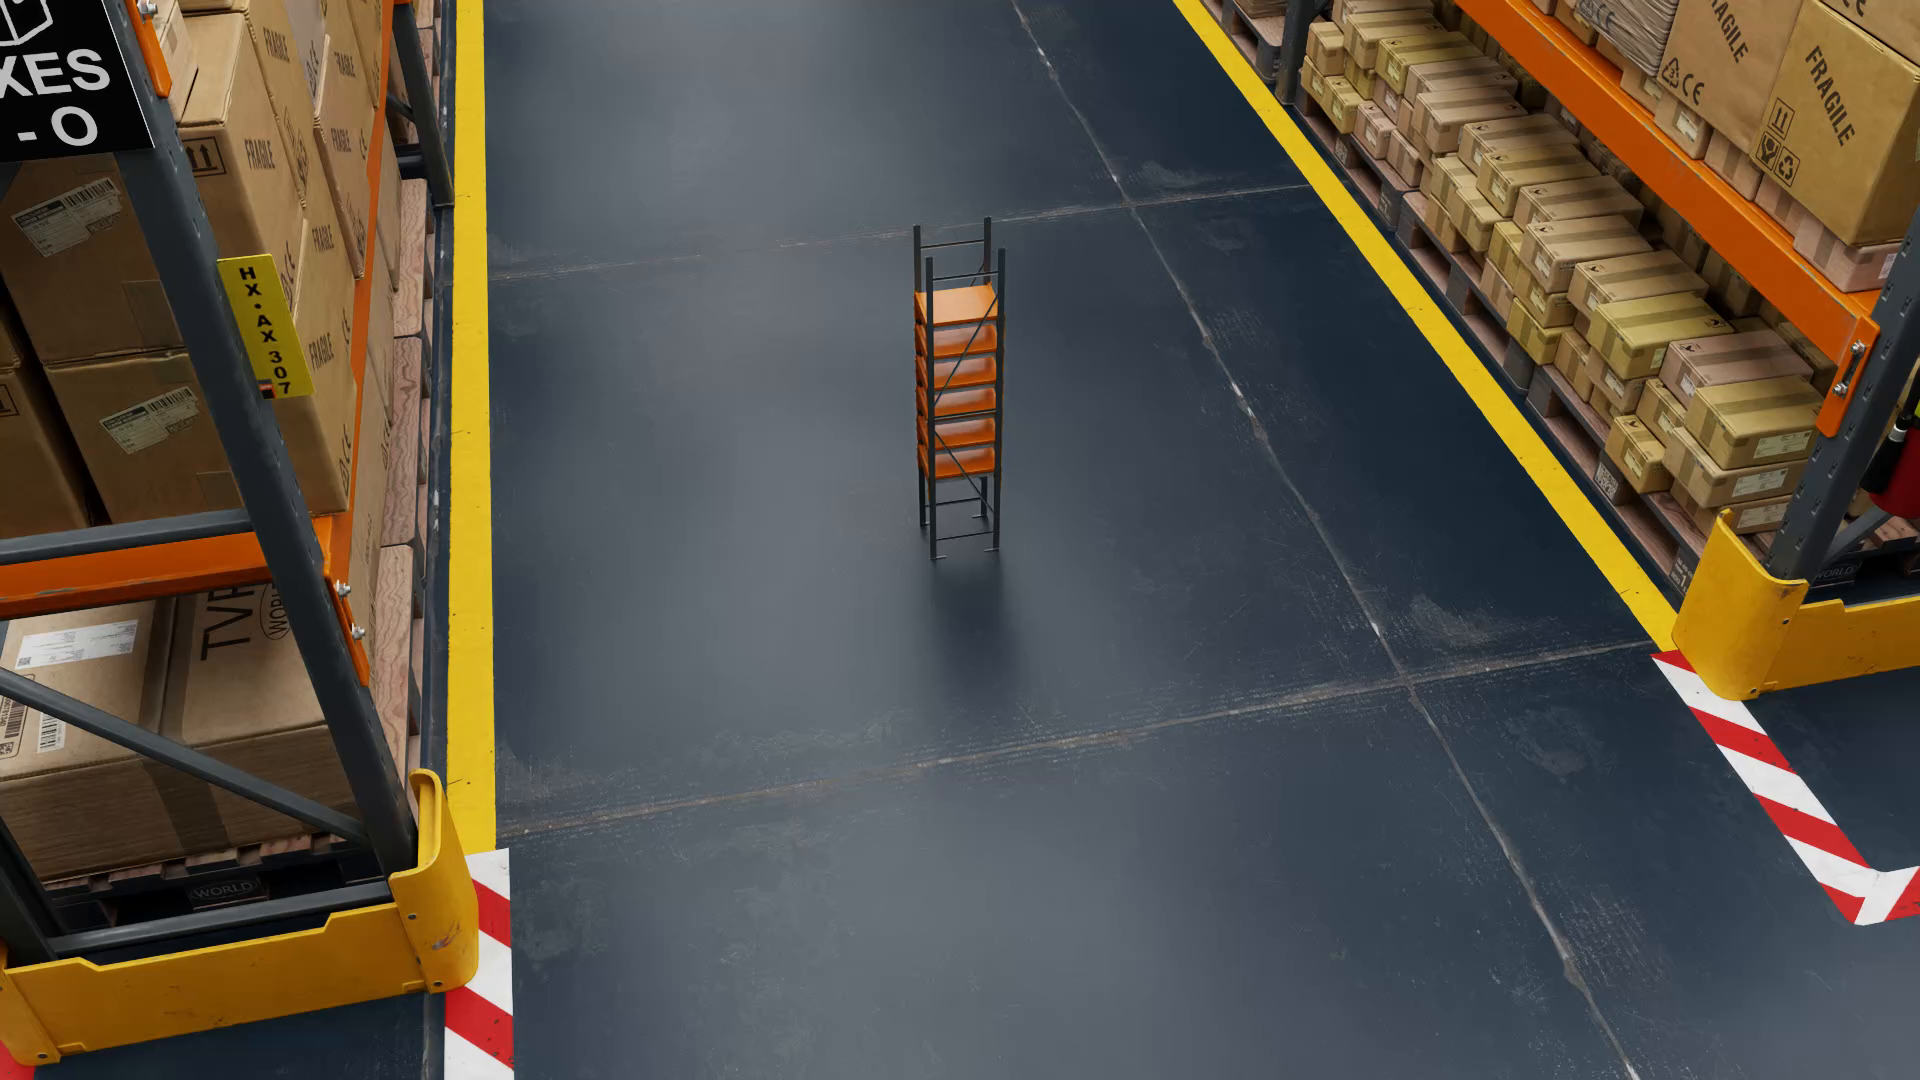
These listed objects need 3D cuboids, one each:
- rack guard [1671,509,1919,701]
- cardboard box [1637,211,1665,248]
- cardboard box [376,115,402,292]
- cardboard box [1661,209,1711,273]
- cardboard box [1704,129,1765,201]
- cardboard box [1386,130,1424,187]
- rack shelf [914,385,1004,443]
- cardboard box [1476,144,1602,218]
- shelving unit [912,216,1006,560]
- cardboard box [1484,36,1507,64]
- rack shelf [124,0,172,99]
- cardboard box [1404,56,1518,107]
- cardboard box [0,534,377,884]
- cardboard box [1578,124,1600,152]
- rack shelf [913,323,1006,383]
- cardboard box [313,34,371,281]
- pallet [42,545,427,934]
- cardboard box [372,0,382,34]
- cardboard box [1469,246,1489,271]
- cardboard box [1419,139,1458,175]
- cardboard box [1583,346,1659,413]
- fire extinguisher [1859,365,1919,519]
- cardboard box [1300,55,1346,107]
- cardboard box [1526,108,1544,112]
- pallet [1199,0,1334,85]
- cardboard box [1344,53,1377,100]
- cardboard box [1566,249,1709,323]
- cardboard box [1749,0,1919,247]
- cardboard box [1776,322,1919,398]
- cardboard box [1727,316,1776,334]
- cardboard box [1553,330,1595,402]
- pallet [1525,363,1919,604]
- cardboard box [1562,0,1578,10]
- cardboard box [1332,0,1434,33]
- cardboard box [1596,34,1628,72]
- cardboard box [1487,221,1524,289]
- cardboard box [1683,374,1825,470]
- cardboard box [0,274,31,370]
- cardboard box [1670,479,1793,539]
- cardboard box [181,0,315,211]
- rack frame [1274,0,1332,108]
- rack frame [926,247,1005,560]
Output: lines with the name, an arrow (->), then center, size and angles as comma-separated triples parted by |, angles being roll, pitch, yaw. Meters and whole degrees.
rack guard -> 2.902, 0.129, 5.228 | 1.175, 0.500, 0.348 | -8, 42, -9
cardboard box -> 2.714, -1.177, 6.424 | 0.380, 0.149, 0.250 | -6, 42, -7
cardboard box -> -2.726, -1.351, 6.627 | 0.875, 0.438, 0.875 | -9, 42, -10
cardboard box -> 2.846, -1.132, 6.148 | 0.380, 0.149, 0.250 | -7, 42, -8
cardboard box -> 2.486, -1.161, 4.987 | 0.380, 0.149, 0.250 | -9, 42, -10
cardboard box -> 2.085, -1.675, 7.209 | 0.380, 0.149, 0.250 | -9, 42, -10
rack shelf -> -0.003, -0.425, 5.392 | 0.258, 0.103, 0.180 | -8, 42, -9
cardboard box -> 2.239, -1.393, 6.443 | 0.380, 0.149, 0.250 | -8, 42, -9
shelving unit -> -0.003, -0.458, 5.362 | 0.258, 1.200, 0.189 | -8, 42, -9
cardboard box -> 2.540, -2.149, 7.295 | 0.380, 0.149, 0.250 | -9, 42, -10
rack shelf -> -2.325, -2.131, 4.174 | 1.077, 0.370, 4.000 | -8, 42, -9
cardboard box -> 2.110, -1.900, 7.014 | 0.380, 0.149, 0.250 | -9, 42, -10
cardboard box -> -2.133, 0.406, 4.647 | 0.875, 0.438, 0.875 | -10, 43, -11
cardboard box -> 2.739, -1.635, 6.715 | 0.380, 0.149, 0.250 | -10, 43, -11
rack shelf -> -0.003, -0.604, 5.232 | 0.258, 0.103, 0.180 | -8, 42, -9
cardboard box -> -1.945, -1.028, 4.573 | 0.500, 0.500, 0.500 | -9, 42, -10
pallet -> -2.142, 0.554, 4.967 | 1.003, 0.211, 1.213 | -8, 42, -9
cardboard box -> -2.290, -2.016, 5.686 | 0.500, 0.500, 0.500 | -9, 42, -10
cardboard box -> 2.271, -1.164, 6.633 | 0.380, 0.149, 0.250 | -7, 42, -8
cardboard box -> 2.143, -1.610, 6.911 | 0.380, 0.149, 0.250 | -7, 42, -7
cardboard box -> 2.412, -0.597, 5.770 | 0.380, 0.149, 0.250 | -10, 43, -11
fire extinguisher -> 2.522, -0.359, 4.234 | 0.296, 0.674, 0.183 | -8, 42, -9
cardboard box -> 1.820, -2.159, 7.753 | 0.380, 0.149, 0.250 | -10, 43, -11
cardboard box -> 2.537, -1.872, 7.206 | 0.380, 0.149, 0.250 | -8, 42, -9
pallet -> 1.885, -2.811, 8.758 | 1.003, 0.211, 1.213 | -8, 42, -9
cardboard box -> 1.963, -2.120, 7.486 | 0.380, 0.149, 0.250 | -8, 42, -9
cardboard box -> 2.385, -0.875, 5.859 | 0.380, 0.149, 0.250 | -10, 43, -11
cardboard box -> 2.570, -1.160, 4.498 | 0.500, 0.500, 0.500 | -8, 42, -8
cardboard box -> 2.960, -0.620, 5.572 | 0.380, 0.149, 0.250 | -8, 42, -9
cardboard box -> 2.913, -0.667, 5.849 | 0.380, 0.149, 0.250 | -8, 42, -9
cardboard box -> 2.408, -0.653, 6.057 | 0.380, 0.149, 0.250 | -8, 42, -9
pallet -> 2.761, -0.295, 5.923 | 1.003, 0.211, 1.213 | -8, 42, -9
cardboard box -> 2.248, -2.146, 5.609 | 0.500, 0.500, 0.500 | -6, 42, -7
cardboard box -> 1.927, -2.410, 7.589 | 0.380, 0.149, 0.250 | -7, 42, -8
cardboard box -> 2.380, -1.681, 5.574 | 0.380, 0.149, 0.250 | -10, 43, -11
cardboard box -> 2.250, -1.099, 6.336 | 0.380, 0.149, 0.250 | -6, 42, -7
cardboard box -> 2.557, -0.377, 5.298 | 0.380, 0.149, 0.250 | -8, 42, -9
cardboard box -> -2.230, -0.672, 3.419 | 0.500, 0.500, 0.500 | -7, 42, -8
cardboard box -> 2.601, -0.159, 5.501 | 0.380, 0.149, 0.250 | -8, 42, -9
cardboard box -> -1.837, -1.079, 3.878 | 0.500, 0.500, 0.500 | -9, 42, -10
rack frame -> 2.055, -3.350, 7.264 | 1.000, 3.000, 0.127 | -8, 42, -9
rack frame -> 0.017, -0.399, 5.295 | 0.240, 1.200, 0.006 | -8, 42, -9
